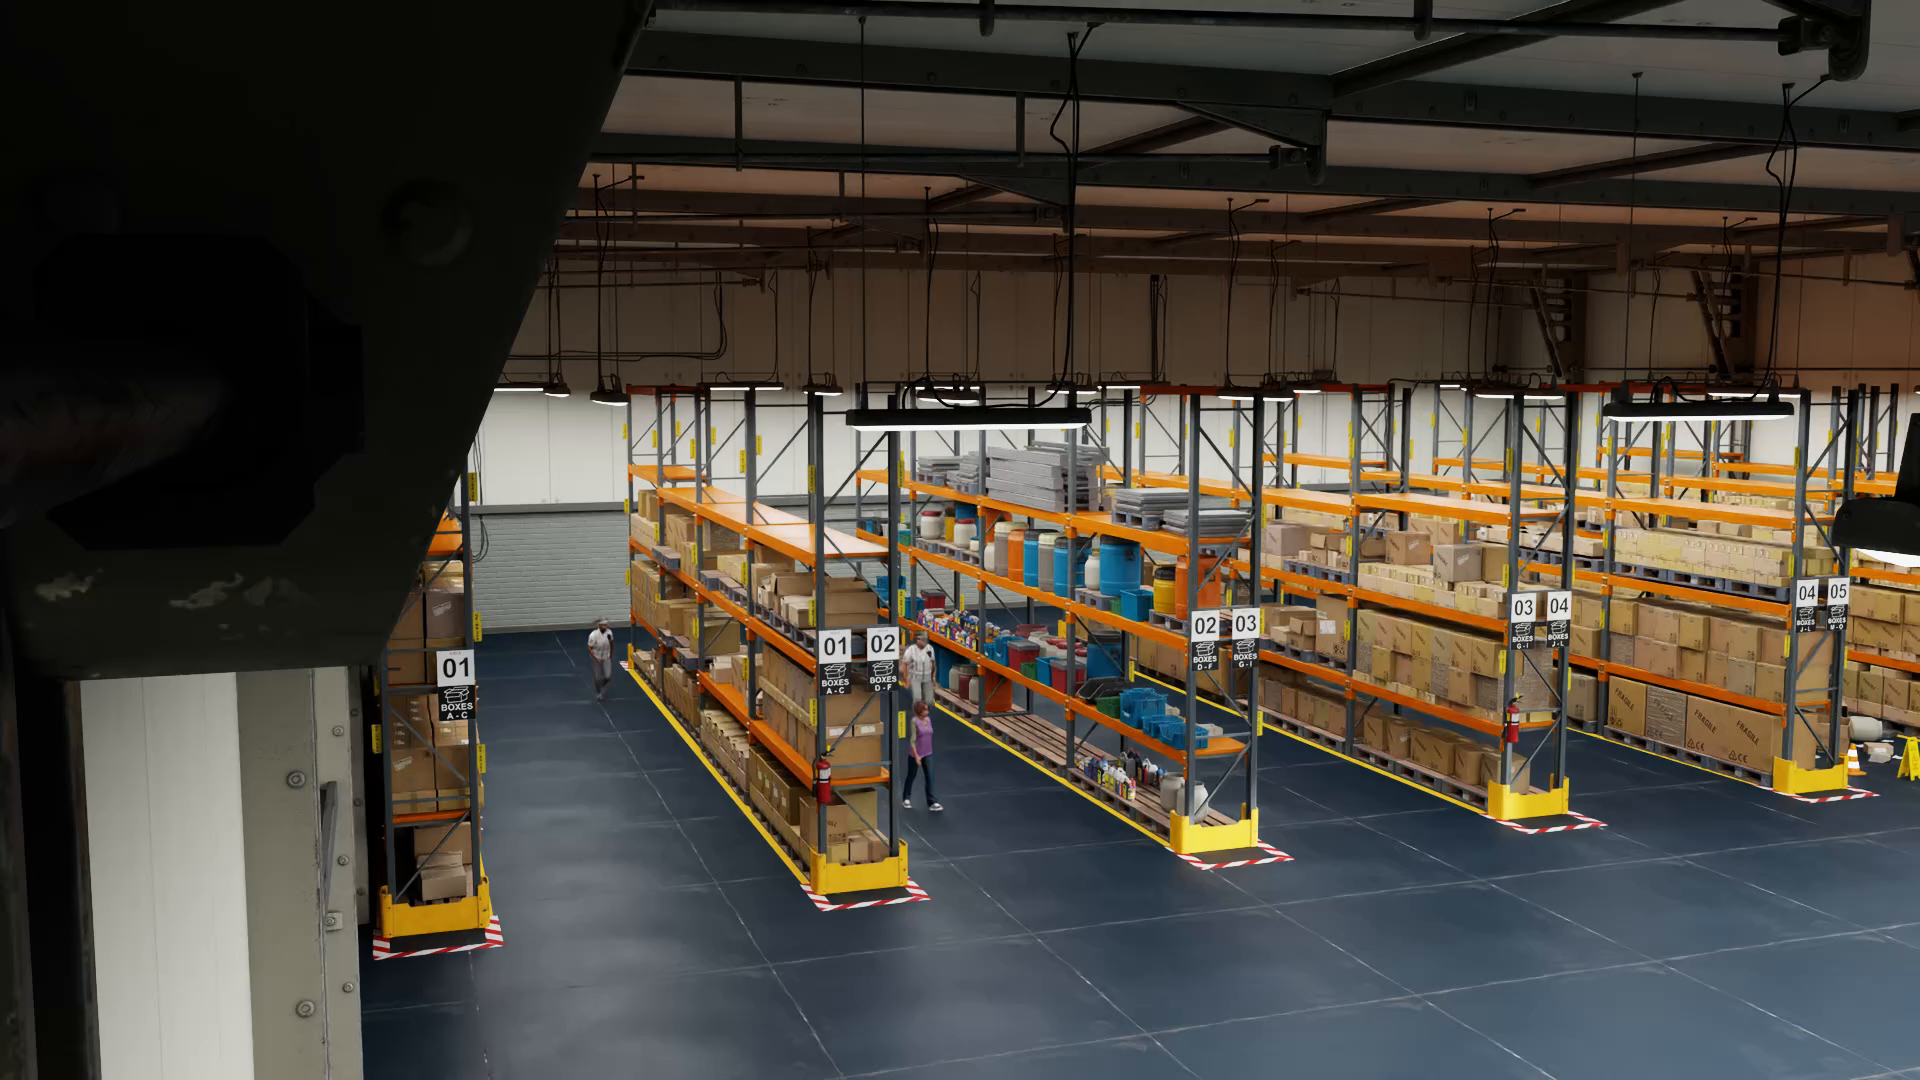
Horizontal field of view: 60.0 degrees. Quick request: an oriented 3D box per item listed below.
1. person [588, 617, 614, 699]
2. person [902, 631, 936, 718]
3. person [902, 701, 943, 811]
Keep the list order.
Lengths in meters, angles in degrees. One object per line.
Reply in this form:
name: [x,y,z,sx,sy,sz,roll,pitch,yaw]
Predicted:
person: [-6.860,2.258,31.808,0.532,1.608,0.597,-2,6,-22]
person: [-0.706,2.386,28.814,0.612,1.680,0.710,-2,6,-22]
person: [-0.535,3.088,23.775,0.445,1.565,0.809,-5,7,-38]
